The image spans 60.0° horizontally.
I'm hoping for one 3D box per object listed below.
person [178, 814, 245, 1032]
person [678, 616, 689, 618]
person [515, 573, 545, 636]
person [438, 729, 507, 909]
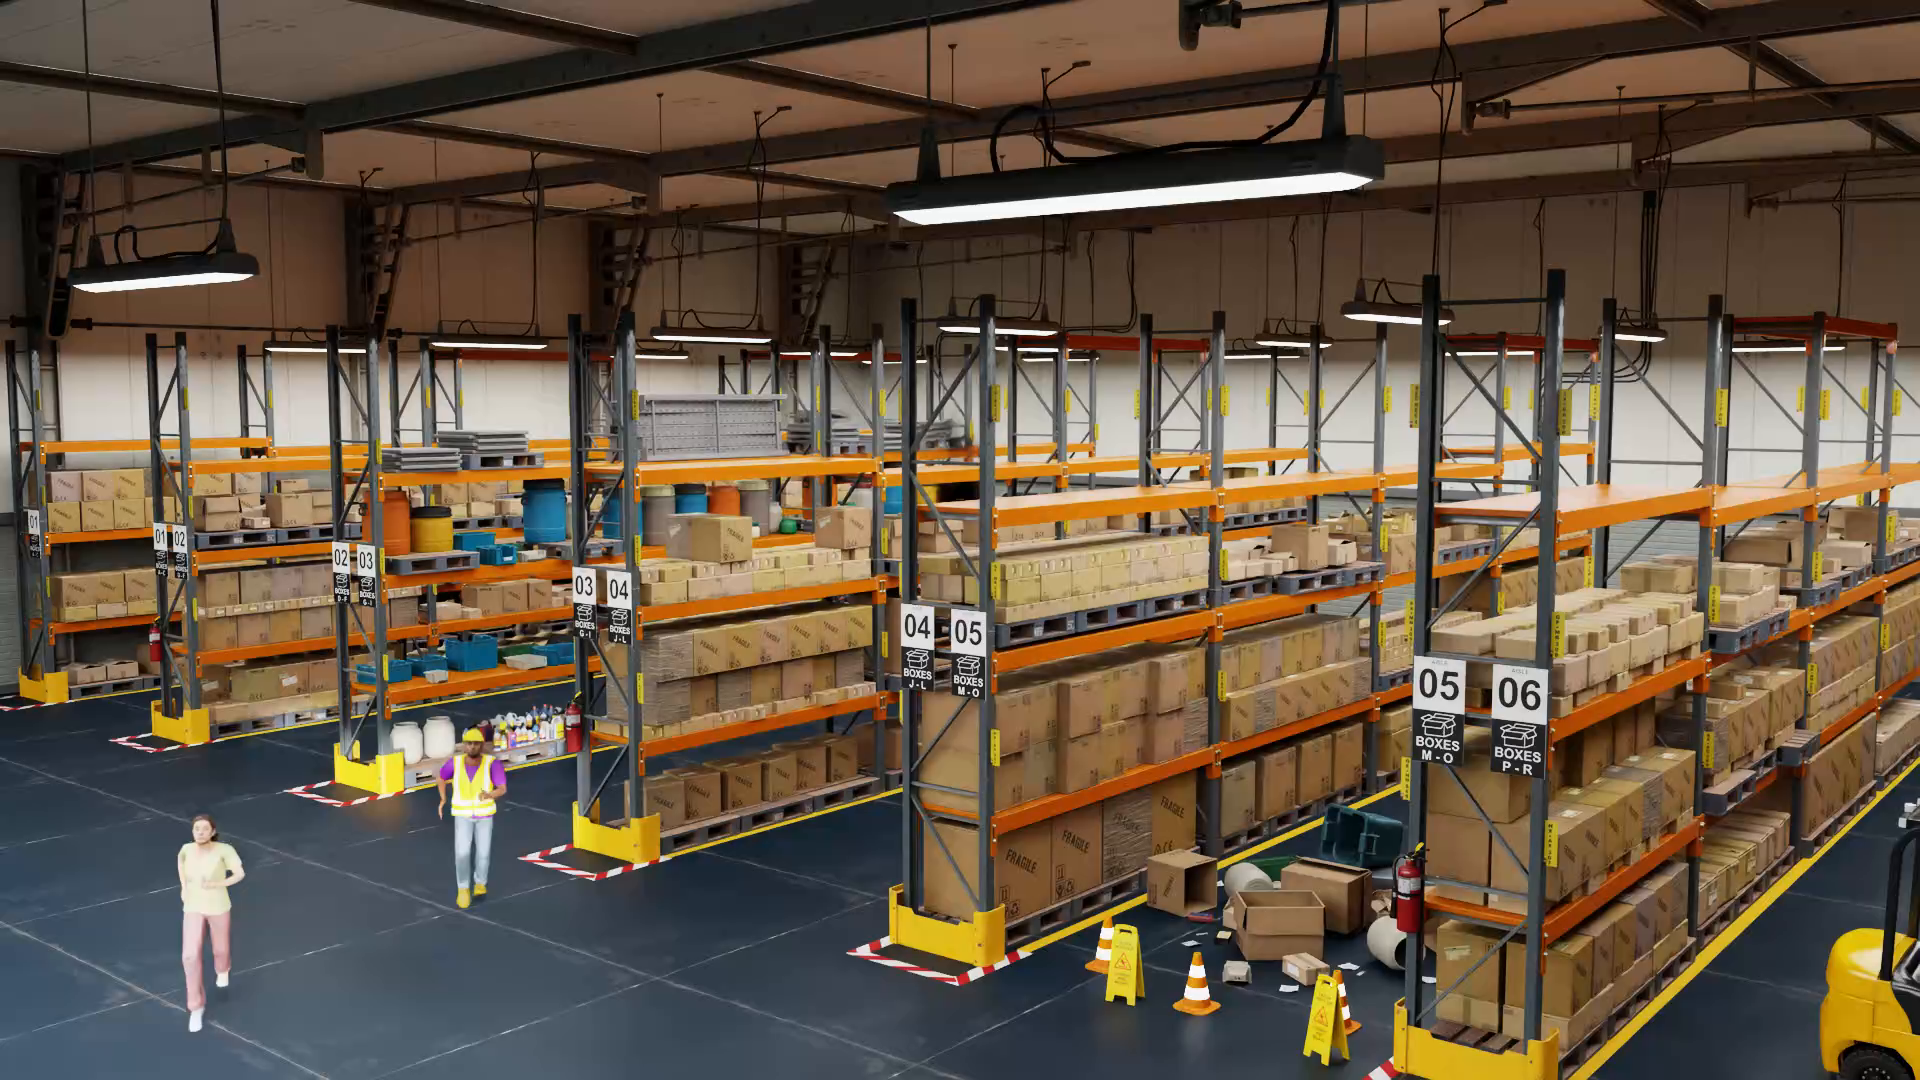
[{"bbox_3d":[-6.225,3.104,13.845,0.545,1.714,0.990,-2,5,-16],"label":"person"},{"bbox_3d":[-4.816,1.736,28.207,0.669,1.791,0.992,4,6,35],"label":"person"},{"bbox_3d":[-8.381,1.394,32.354,0.673,1.699,0.944,4,6,35],"label":"person"},{"bbox_3d":[-4.890,2.788,16.703,0.671,1.792,0.723,-2,5,-17],"label":"person"}]
